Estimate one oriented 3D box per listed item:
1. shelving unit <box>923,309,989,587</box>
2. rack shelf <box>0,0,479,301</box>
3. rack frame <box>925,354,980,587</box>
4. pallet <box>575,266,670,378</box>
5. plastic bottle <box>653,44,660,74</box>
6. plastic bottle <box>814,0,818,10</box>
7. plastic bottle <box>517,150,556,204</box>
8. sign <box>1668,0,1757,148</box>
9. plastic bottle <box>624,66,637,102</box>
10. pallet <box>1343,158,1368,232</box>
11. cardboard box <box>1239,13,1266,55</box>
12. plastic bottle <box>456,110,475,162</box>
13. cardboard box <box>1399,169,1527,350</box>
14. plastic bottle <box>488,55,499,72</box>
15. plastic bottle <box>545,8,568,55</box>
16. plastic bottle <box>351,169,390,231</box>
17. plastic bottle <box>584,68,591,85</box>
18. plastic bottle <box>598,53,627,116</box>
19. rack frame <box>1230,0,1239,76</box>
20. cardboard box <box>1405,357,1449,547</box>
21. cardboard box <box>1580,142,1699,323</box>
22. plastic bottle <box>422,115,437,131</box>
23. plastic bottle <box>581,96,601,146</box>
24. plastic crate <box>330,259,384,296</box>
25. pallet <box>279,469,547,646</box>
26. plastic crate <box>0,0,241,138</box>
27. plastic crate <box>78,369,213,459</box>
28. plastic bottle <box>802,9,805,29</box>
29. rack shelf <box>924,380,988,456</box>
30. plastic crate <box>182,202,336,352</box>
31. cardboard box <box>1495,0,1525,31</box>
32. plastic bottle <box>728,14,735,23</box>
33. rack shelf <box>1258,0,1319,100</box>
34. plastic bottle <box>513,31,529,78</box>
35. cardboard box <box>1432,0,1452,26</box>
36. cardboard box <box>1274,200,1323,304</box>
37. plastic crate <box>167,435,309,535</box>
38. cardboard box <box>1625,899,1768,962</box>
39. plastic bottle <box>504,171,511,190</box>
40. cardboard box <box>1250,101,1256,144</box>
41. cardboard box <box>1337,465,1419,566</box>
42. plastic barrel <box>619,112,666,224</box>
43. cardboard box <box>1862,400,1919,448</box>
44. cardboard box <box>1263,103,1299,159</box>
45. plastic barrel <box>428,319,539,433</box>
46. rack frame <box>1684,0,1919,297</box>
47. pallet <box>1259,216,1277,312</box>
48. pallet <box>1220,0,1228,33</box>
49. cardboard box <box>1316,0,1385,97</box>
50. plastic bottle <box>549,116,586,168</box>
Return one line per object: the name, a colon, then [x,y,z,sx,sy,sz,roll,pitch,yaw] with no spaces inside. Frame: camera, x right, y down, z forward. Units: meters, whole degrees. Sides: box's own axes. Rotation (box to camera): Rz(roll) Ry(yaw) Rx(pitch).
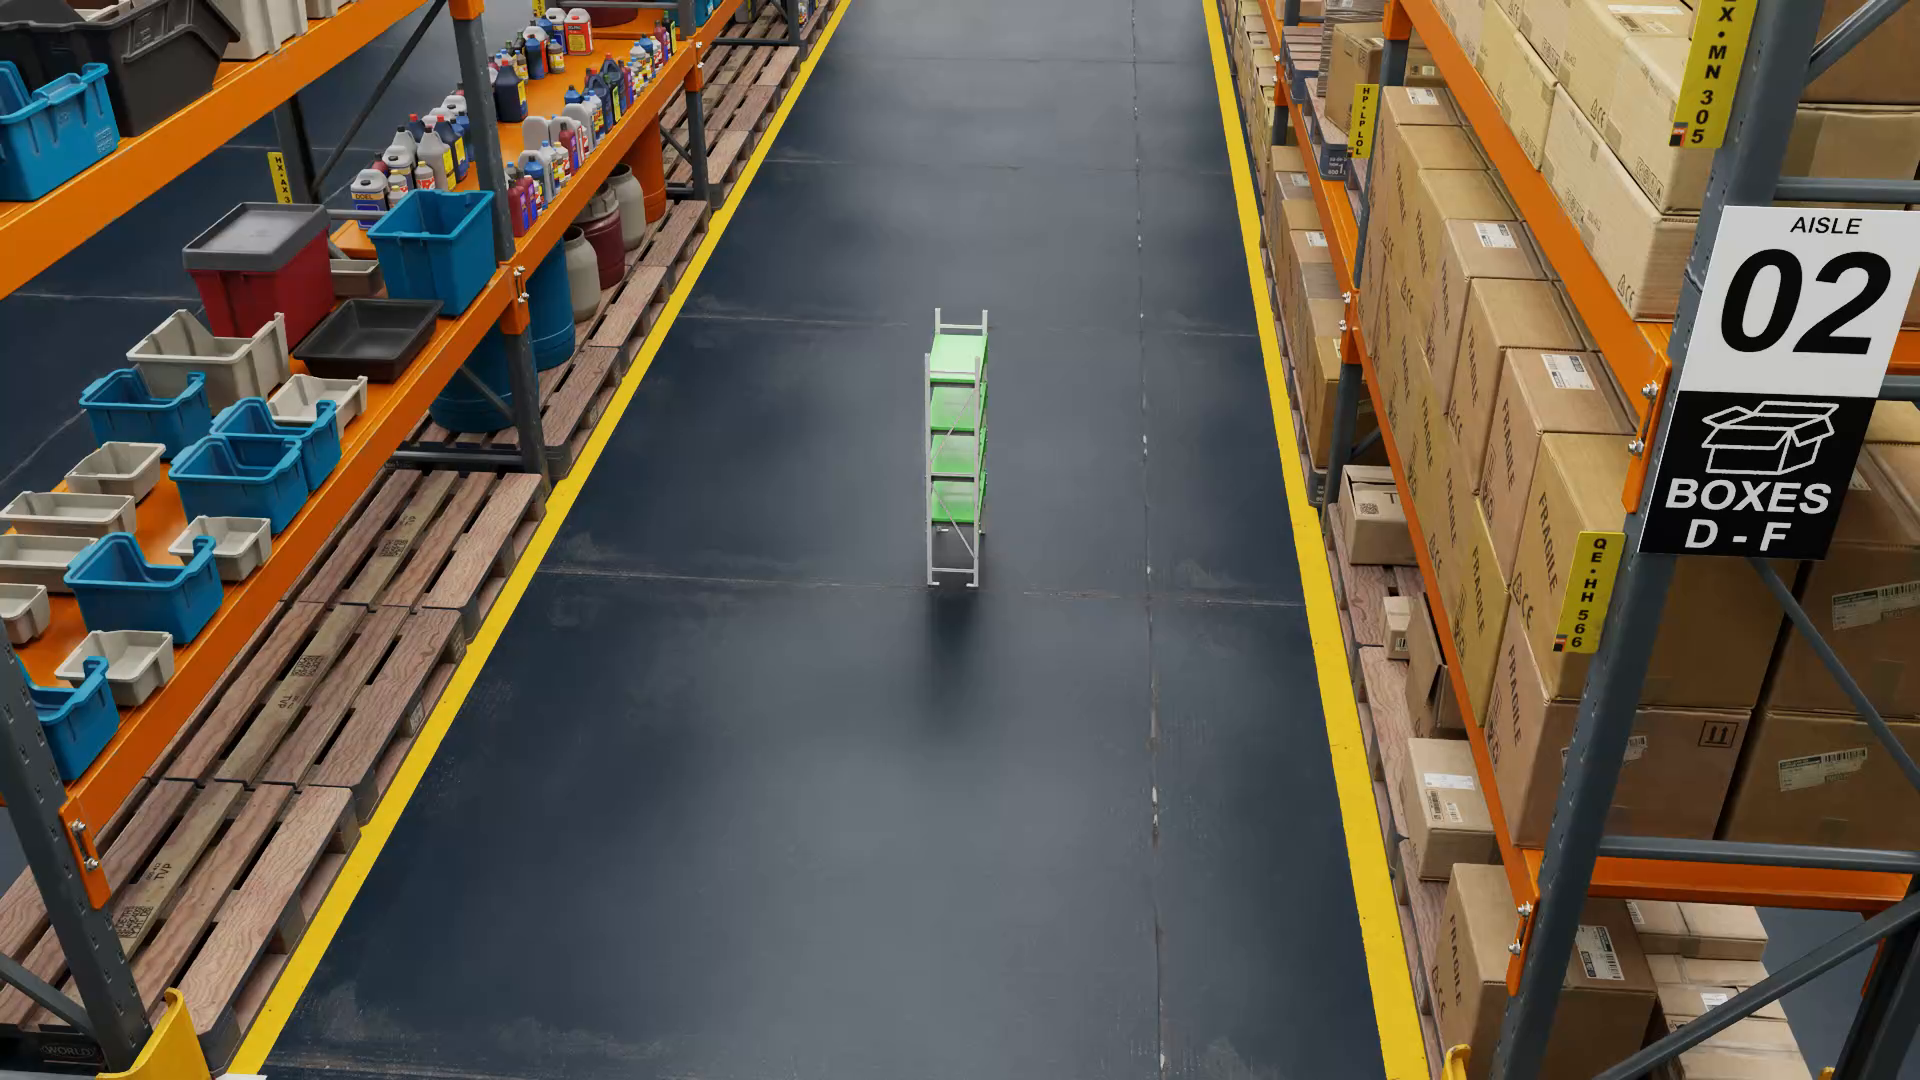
shelving unit: [-0.013,-0.424,7.795,0.258,1.200,0.503,2,32,4]
rack shelf: [-2.792,-1.446,5.564,1.077,0.370,4.000,2,32,4]
rack frame: [-0.033,-0.297,7.588,0.240,1.200,0.015,2,32,4]
pallet: [-2.428,-1.375,10.280,1.003,0.211,1.213,2,32,4]
plastic bottle: [-1.965,-3.067,10.557,0.097,0.201,0.097,0,32,0]
plastic bottle: [-1.428,-5.323,16.198,0.061,0.283,0.133,4,32,6]
plastic bottle: [-2.182,-1.885,8.568,0.152,0.276,0.135,2,32,4]
sign: [1.431,-0.904,3.155,0.100,0.325,0.005,2,32,4]
plastic bottle: [-2.013,-2.762,10.062,0.097,0.201,0.097,0,32,0]
pallet: [2.482,-1.639,8.233,1.003,0.211,1.213,2,32,4]
cardboard box: [2.631,-4.271,14.007,0.500,0.311,0.500,2,32,3]
plastic bottle: [-2.711,-2.216,9.109,0.097,0.271,0.097,0,32,0]
cardboard box: [1.905,-1.003,5.970,0.500,0.500,0.500,2,32,3]
plastic bottle: [-2.800,-2.748,9.962,0.061,0.283,0.133,2,32,4]
plastic bottle: [-2.660,-3.347,10.941,0.152,0.276,0.135,2,32,4]
plastic bottle: [-2.919,-1.688,8.248,0.152,0.276,0.135,2,32,4]
plastic bottle: [-2.163,-2.645,9.794,0.061,0.283,0.133,2,32,4]
plastic bottle: [-2.058,-2.683,9.791,0.144,0.351,0.185,2,32,4]
rack frame: [2.959,-5.491,14.301,1.000,3.000,0.127,2,32,4]
cardboard box: [1.873,-0.300,5.782,0.500,0.500,0.500,2,32,3]
cardboard box: [1.761,-0.709,3.825,0.500,0.250,0.500,2,32,4]
plastic bottle: [-2.848,-2.143,8.986,0.152,0.276,0.135,2,32,4]
plastic bottle: [-2.080,-2.357,9.338,0.097,0.271,0.097,0,32,0]
plastic crate: [-2.809,-1.197,7.528,0.396,0.136,0.243,2,32,4]
pallet: [-2.650,0.052,7.964,1.003,0.211,1.213,2,32,4]
plastic crate: [-2.556,-1.467,4.972,0.504,0.338,0.767,2,32,4]
plastic crate: [-3.043,-0.469,6.254,0.416,0.233,0.300,2,32,4]
plastic bottle: [-1.506,-4.901,15.592,0.097,0.201,0.097,0,32,0]
rack shelf: [-0.014,-0.574,7.702,0.258,0.148,0.480,2,32,4]
plastic crate: [-2.951,-1.118,7.086,0.402,0.464,0.583,2,32,4]
cardboard box: [1.889,-1.706,4.966,0.500,0.250,0.500,2,32,4]
plastic bottle: [-2.212,-5.113,15.793,0.144,0.351,0.185,2,32,3]
rack shelf: [2.796,-4.139,12.792,1.077,0.370,4.000,2,32,4]
plastic bottle: [-2.754,-3.040,10.436,0.061,0.283,0.133,2,32,4]
cardboard box: [1.977,-2.016,5.946,0.500,0.250,0.500,2,32,4]
cardboard box: [2.229,-1.760,10.211,0.500,0.500,0.500,2,32,3]
plastic crate: [-2.499,-0.187,5.797,0.416,0.233,0.300,2,32,4]
cardboard box: [2.350,1.234,5.591,0.500,0.250,0.500,2,32,4]
plastic bottle: [-2.274,-1.691,8.183,0.144,0.351,0.185,2,32,4]
cardboard box: [2.516,-3.225,12.845,0.500,0.250,0.500,3,32,5]
cardboard box: [2.058,-0.140,7.761,0.500,0.311,0.500,2,32,4]
plastic barrel: [-2.326,-2.611,11.296,0.600,0.830,0.708,2,32,4]
cardboard box: [2.316,-0.179,4.632,0.500,0.500,0.500,3,32,4]
cardboard box: [2.431,-2.930,11.832,0.500,0.311,0.500,3,32,5]
plastic barrel: [-2.567,-1.090,8.760,0.600,0.901,0.708,2,32,4]
rack frame: [1.982,-1.770,2.545,1.000,3.000,0.127,2,32,4]
pallet: [2.535,-1.823,11.007,1.003,0.211,1.213,2,32,4]
pallet: [3.162,-5.357,16.742,1.003,0.211,1.213,2,32,4]
cardboard box: [2.430,-2.816,9.465,0.700,0.500,0.500,8,33,13]
plastic bottle: [-2.136,-2.178,9.044,0.152,0.276,0.135,2,32,4]
